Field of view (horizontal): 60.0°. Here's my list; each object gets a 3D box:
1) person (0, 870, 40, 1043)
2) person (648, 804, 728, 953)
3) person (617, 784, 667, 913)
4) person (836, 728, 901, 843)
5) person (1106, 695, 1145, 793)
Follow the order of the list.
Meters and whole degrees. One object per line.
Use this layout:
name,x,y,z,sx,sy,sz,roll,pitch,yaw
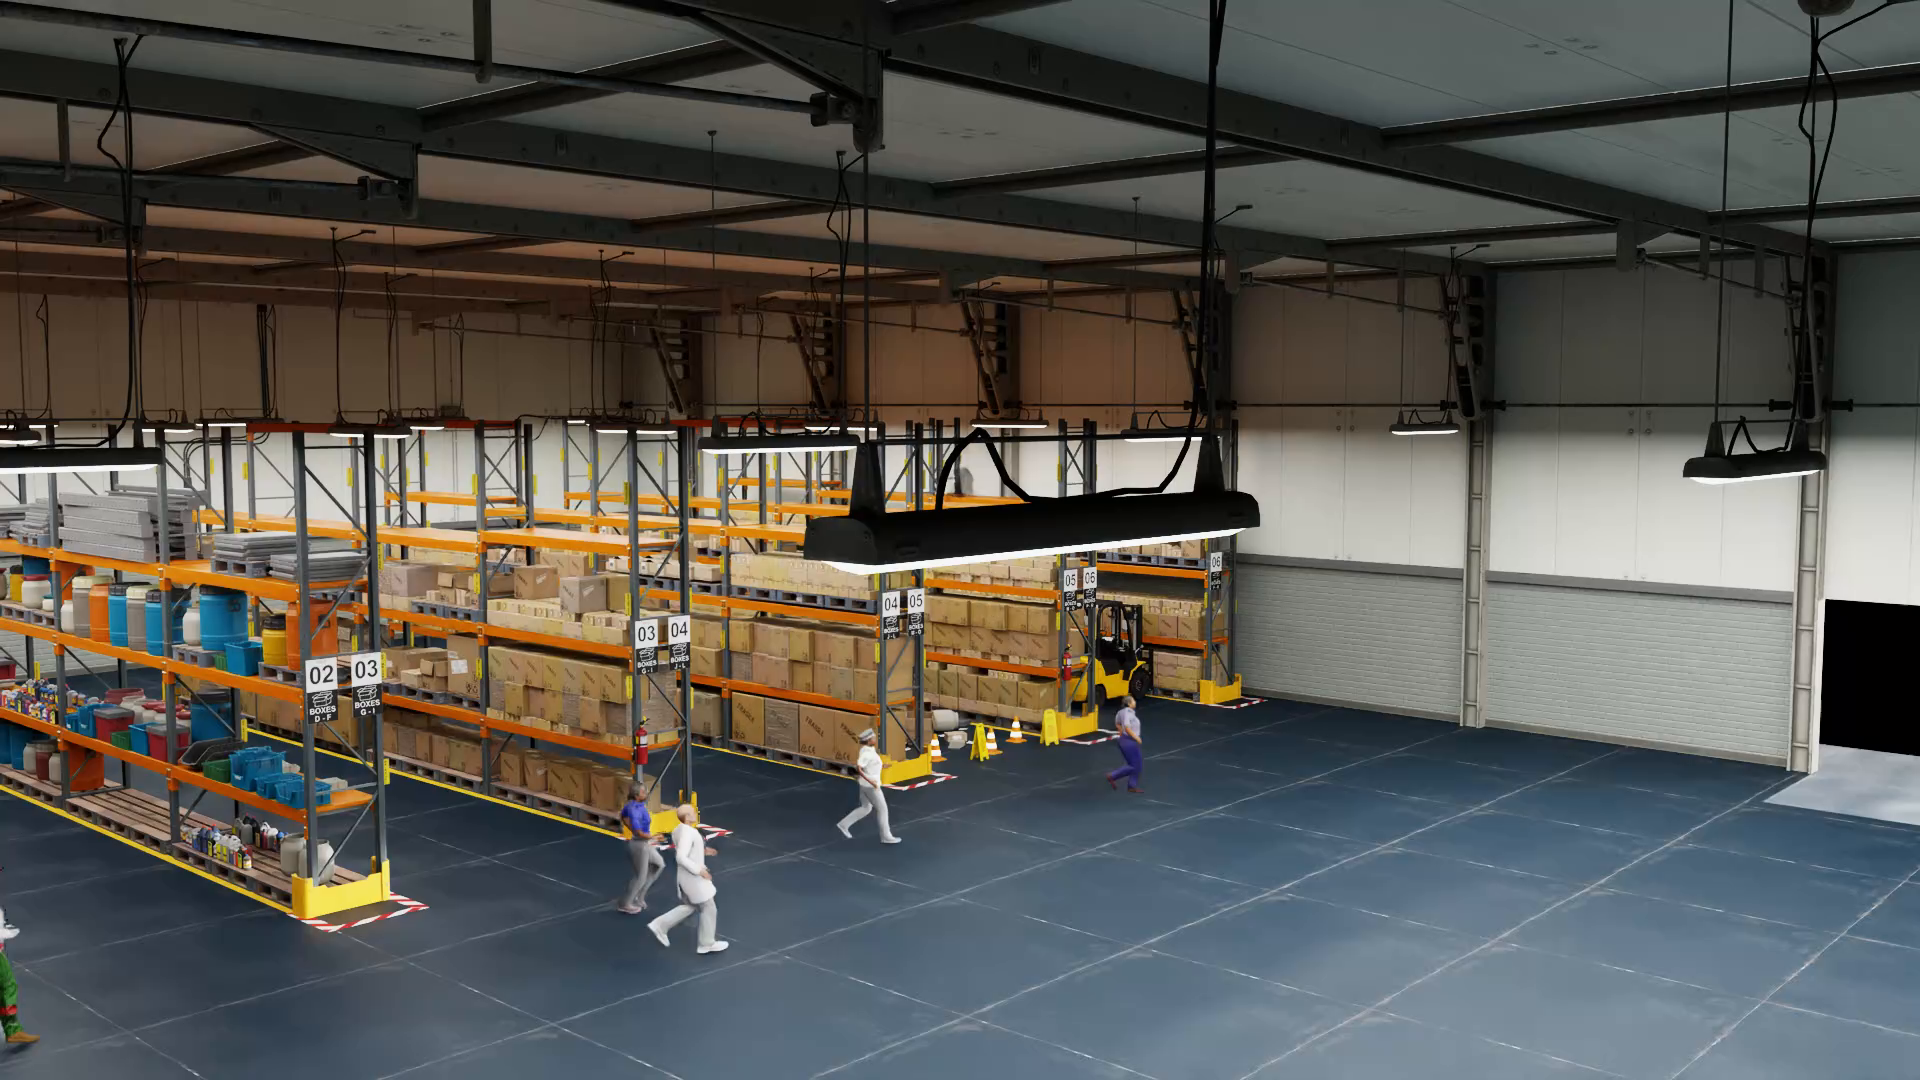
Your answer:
person,-9.596,4.090,16.343,0.937,1.774,0.668,-2,5,-20
person,-3.119,3.895,19.099,0.916,1.747,0.720,-2,5,-23
person,-3.973,3.824,20.733,0.617,1.614,0.589,-1,5,-13
person,-1.301,3.524,23.867,0.904,1.676,0.583,-1,5,-12
person,2.688,3.329,27.030,0.672,1.624,0.612,0,5,-6
